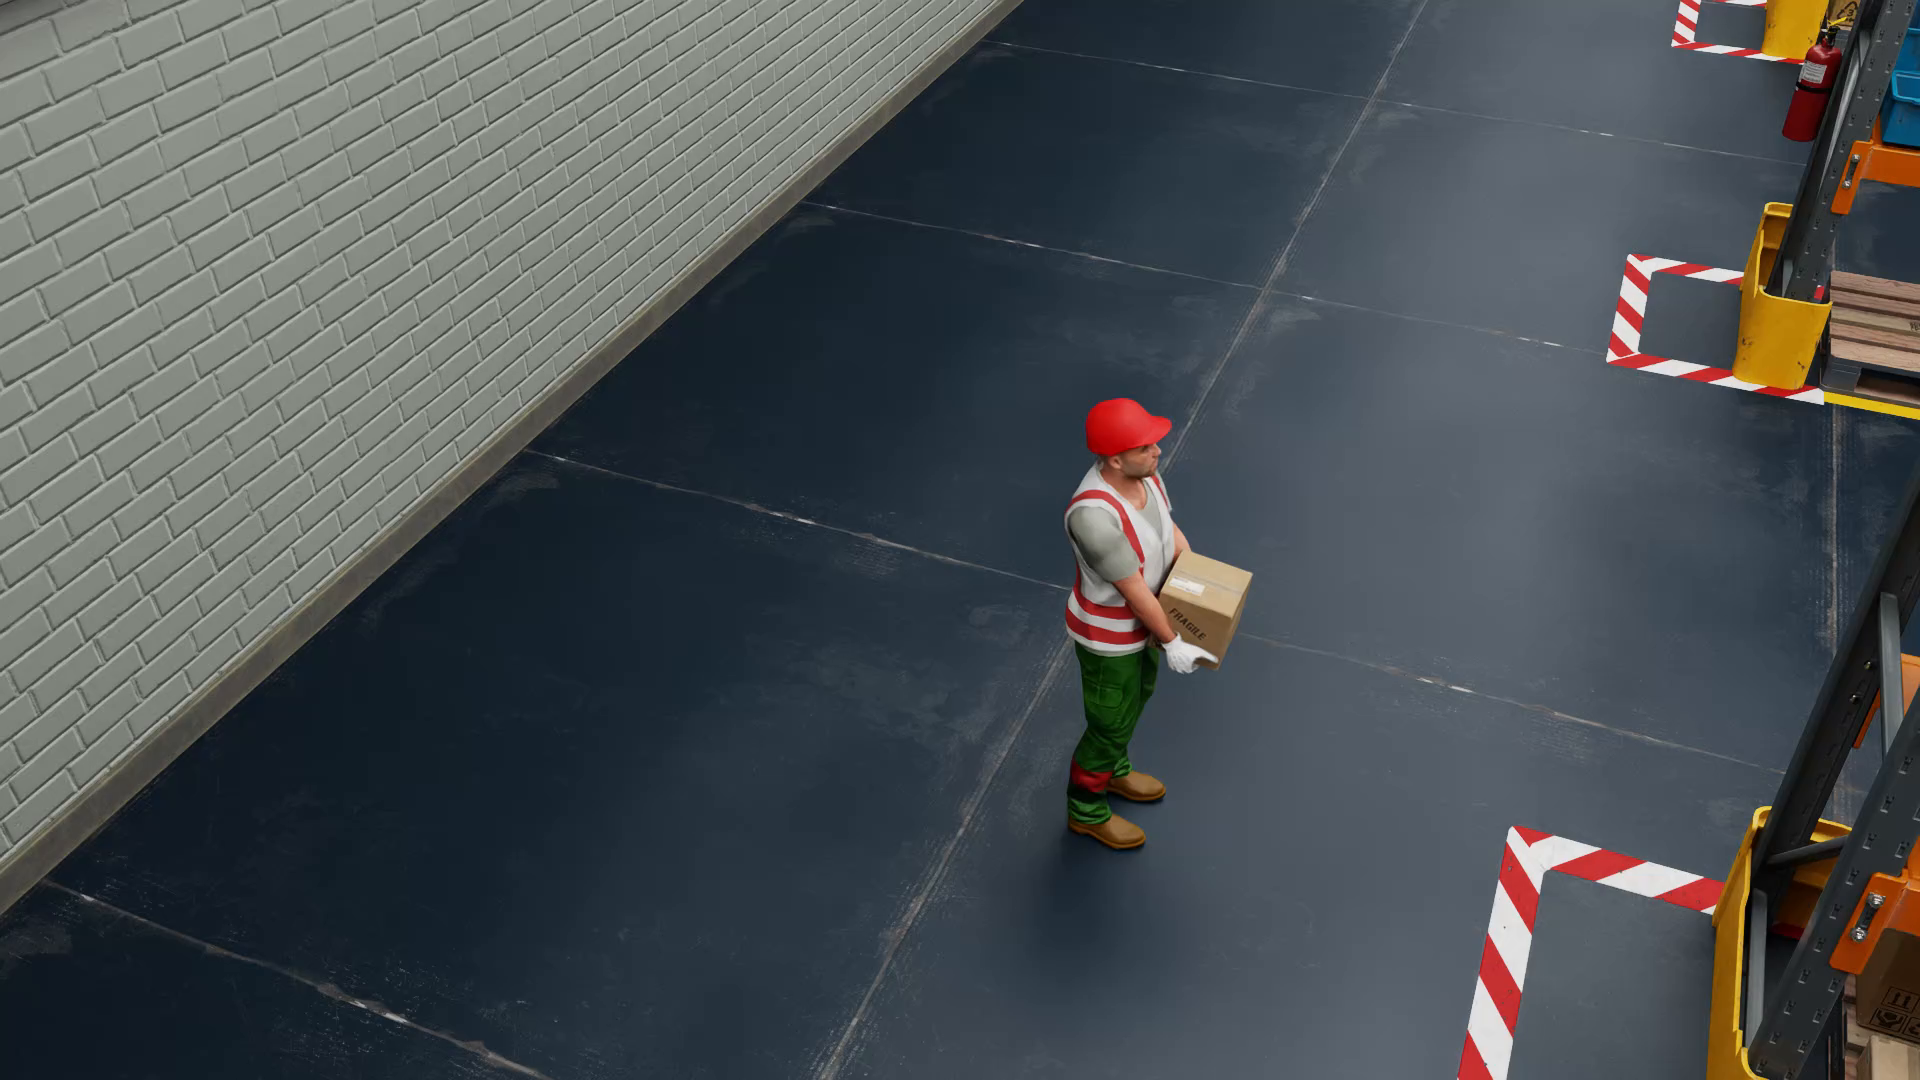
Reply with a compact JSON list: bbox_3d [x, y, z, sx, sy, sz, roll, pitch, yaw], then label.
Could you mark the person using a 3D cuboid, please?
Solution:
[{"bbox_3d":[0.650,0.313,5.720,0.563,1.784,0.494,15,40,18],"label":"person"}]
